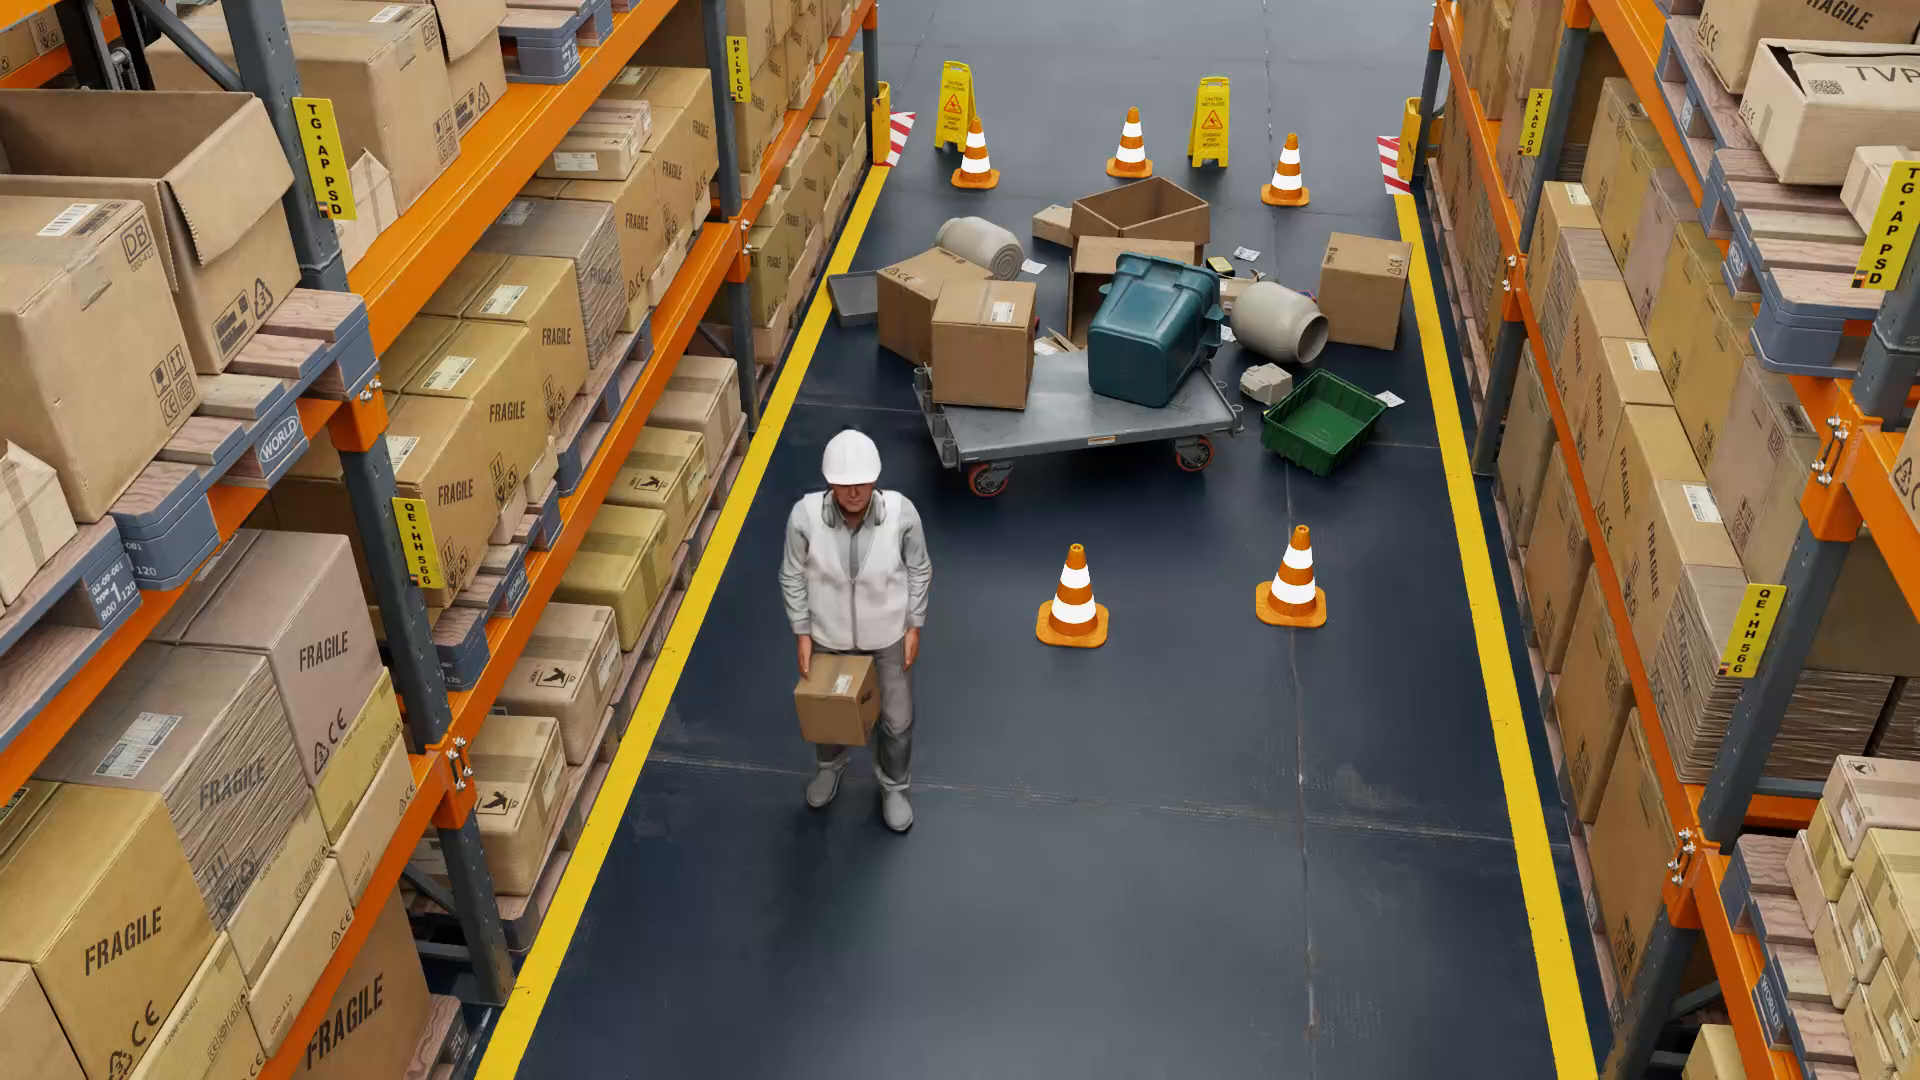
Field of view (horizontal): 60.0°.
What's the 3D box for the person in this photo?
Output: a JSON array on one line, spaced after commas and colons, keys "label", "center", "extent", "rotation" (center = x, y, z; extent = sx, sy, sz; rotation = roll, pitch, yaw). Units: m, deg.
[{"label": "person", "center": [-0.402, 0.368, 6.512], "extent": [0.593, 1.770, 0.482], "rotation": [-1, 36, -1]}]
